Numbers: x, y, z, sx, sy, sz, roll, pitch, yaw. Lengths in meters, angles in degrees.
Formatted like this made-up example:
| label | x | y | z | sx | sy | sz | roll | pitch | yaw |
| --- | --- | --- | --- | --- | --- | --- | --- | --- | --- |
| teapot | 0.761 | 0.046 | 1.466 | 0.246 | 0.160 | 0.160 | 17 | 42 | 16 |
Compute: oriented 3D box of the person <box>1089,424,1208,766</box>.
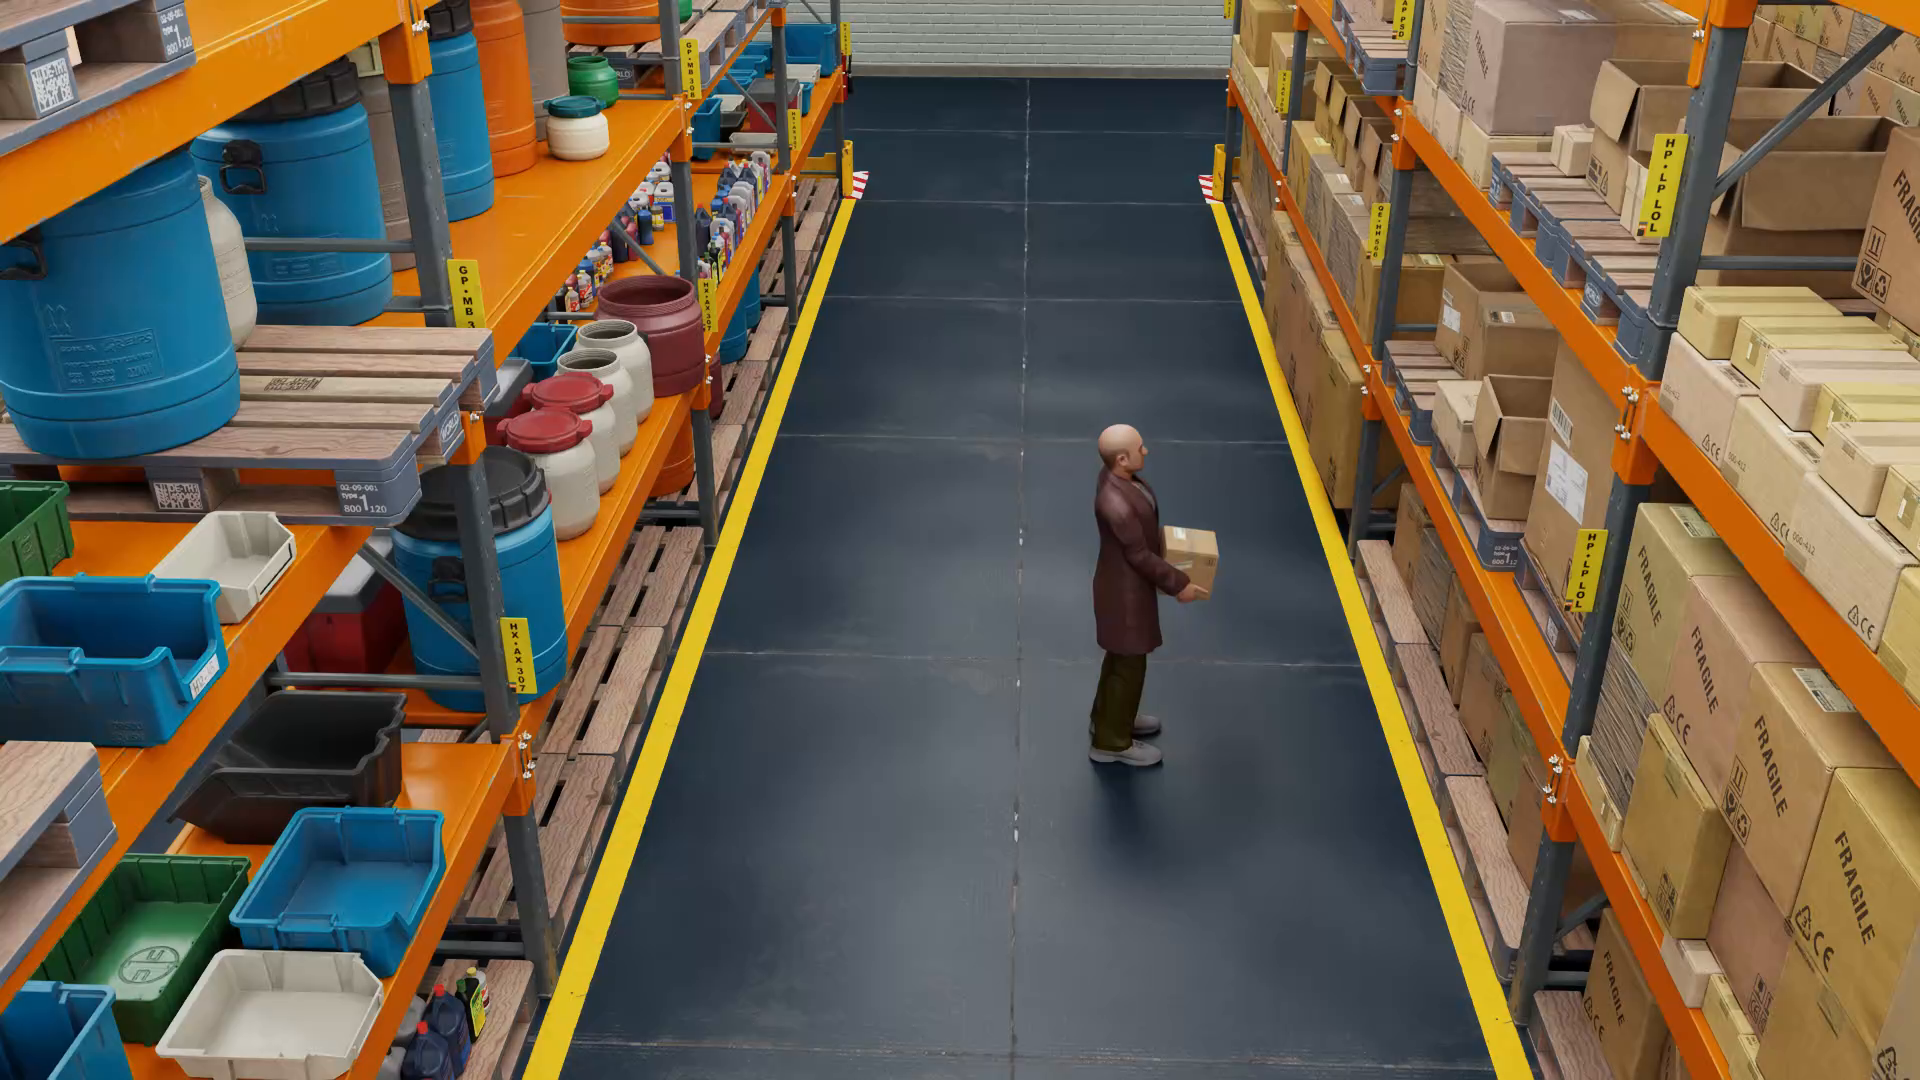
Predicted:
| label | x | y | z | sx | sy | sz | roll | pitch | yaw |
| --- | --- | --- | --- | --- | --- | --- | --- | --- | --- |
| person | 0.918 | 0.262 | 8.141 | 0.560 | 1.772 | 0.529 | 1 | 28 | 3 |
